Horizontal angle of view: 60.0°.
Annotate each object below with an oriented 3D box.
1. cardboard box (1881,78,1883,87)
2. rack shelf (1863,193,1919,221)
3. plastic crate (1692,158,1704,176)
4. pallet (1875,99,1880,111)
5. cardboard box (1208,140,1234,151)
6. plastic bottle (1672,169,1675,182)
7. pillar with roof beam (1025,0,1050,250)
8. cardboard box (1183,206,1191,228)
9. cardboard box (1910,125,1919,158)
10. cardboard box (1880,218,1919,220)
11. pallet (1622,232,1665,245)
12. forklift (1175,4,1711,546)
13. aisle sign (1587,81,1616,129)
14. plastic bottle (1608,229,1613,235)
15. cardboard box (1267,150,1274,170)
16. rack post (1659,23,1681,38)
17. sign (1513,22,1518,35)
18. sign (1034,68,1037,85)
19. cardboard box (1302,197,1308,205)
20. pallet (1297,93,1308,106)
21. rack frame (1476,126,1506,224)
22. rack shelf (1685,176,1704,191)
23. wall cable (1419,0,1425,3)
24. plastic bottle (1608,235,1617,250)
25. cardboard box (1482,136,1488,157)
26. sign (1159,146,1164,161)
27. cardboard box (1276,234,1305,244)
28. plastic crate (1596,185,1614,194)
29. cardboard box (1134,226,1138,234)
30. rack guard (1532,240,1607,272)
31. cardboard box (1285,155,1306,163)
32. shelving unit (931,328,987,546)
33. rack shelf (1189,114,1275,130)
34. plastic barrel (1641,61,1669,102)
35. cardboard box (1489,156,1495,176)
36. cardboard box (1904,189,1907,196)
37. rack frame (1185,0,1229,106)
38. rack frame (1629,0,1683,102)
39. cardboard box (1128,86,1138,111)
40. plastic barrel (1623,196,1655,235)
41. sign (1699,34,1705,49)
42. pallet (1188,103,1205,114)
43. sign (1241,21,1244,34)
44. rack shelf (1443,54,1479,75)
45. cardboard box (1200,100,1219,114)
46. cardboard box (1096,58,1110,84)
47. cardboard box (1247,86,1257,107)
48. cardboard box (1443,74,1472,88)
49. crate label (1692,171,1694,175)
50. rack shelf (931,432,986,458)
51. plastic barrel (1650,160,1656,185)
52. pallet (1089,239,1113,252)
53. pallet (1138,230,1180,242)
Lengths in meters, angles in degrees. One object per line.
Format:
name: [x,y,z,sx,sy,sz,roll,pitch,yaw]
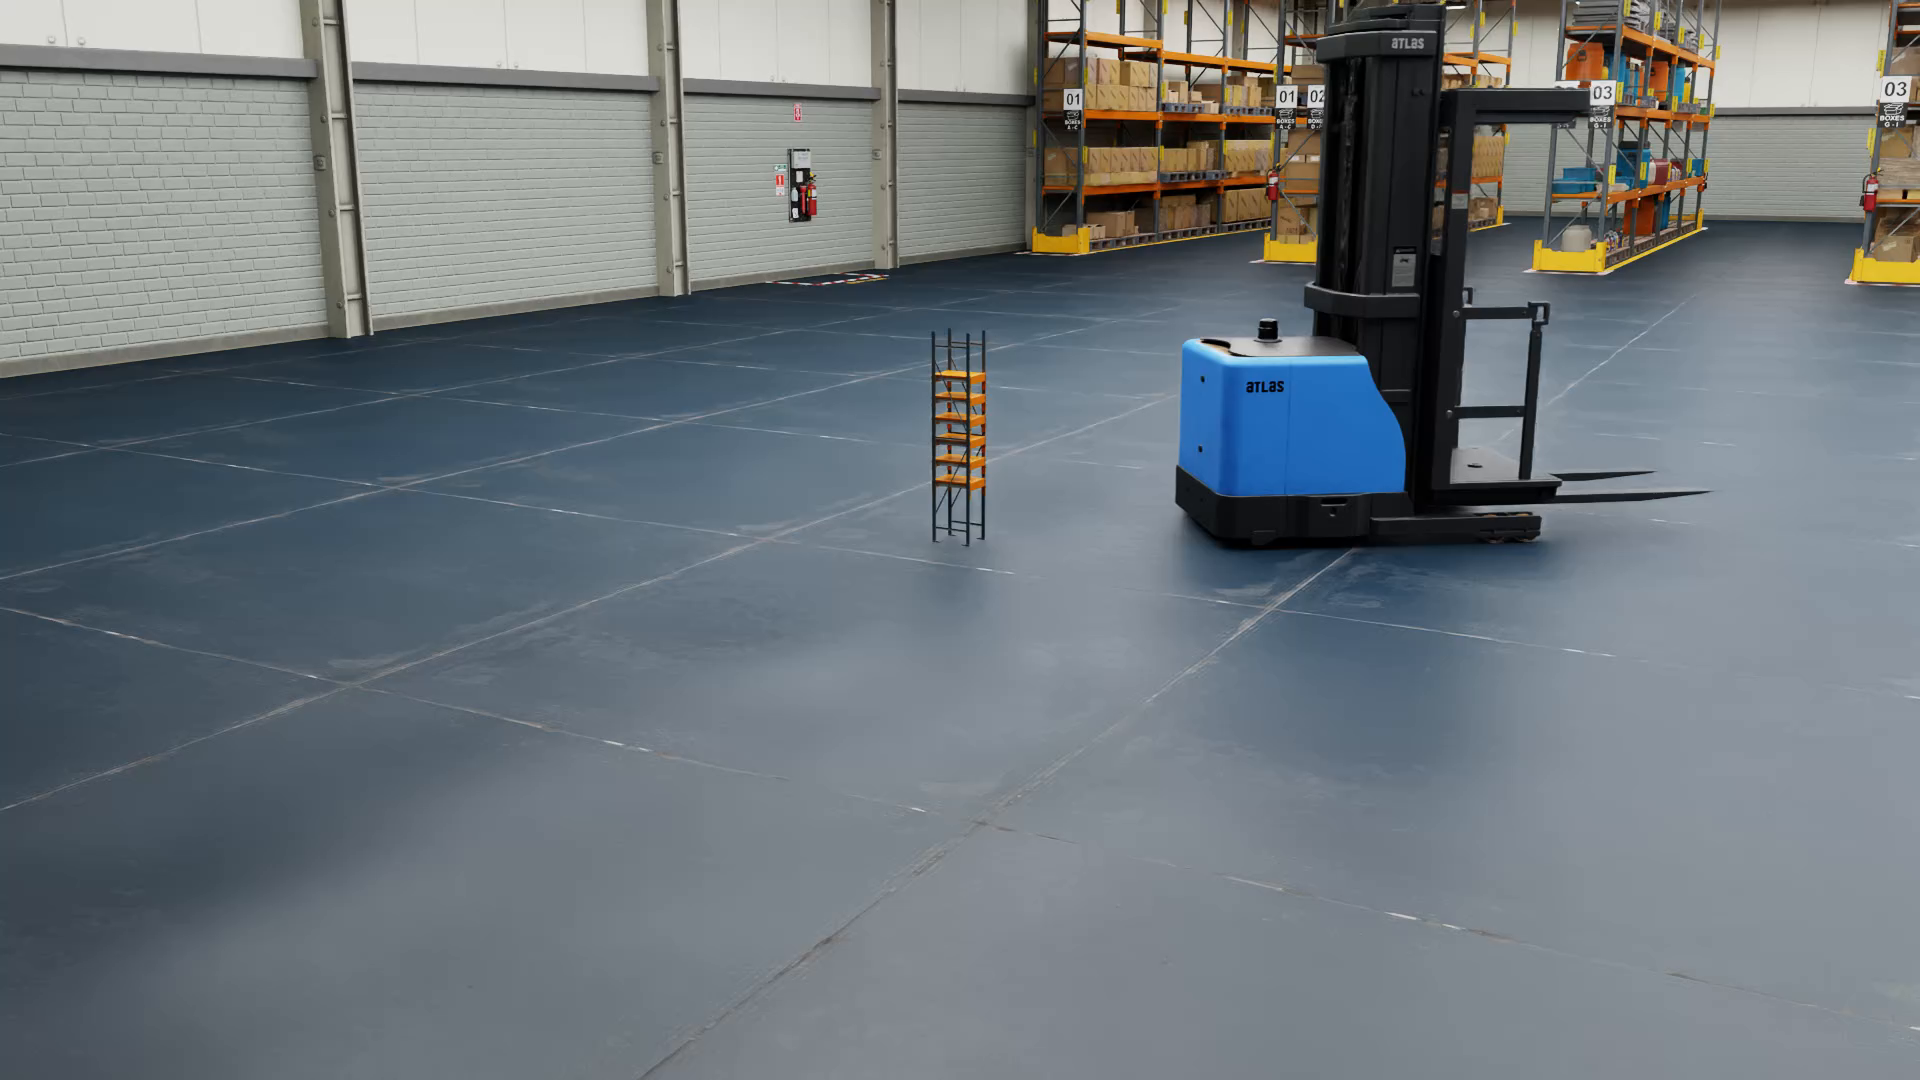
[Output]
cardboard box: [15.240,-7.448,27.098,0.380,0.149,0.250,7,15,28]
rack shelf: [15.980,-5.675,28.206,1.077,0.370,4.000,7,15,28]
plastic crate: [18.414,-9.414,41.980,0.616,0.435,0.499,7,15,28]
pallet: [19.146,-8.760,33.471,1.213,0.211,1.003,8,16,31]
cardboard box: [6.332,-9.576,40.364,0.500,0.250,0.500,8,16,29]
plastic bottle: [16.086,-8.253,37.632,0.152,0.276,0.135,7,15,28]
pillar with roof beam: [5.355,-9.968,31.679,9.100,9.000,0.400,7,15,28]
cardboard box: [5.004,-7.586,38.996,0.700,0.500,0.500,7,15,28]
cardboard box: [15.518,-6.375,26.596,0.500,0.500,0.500,7,15,28]
cardboard box: [18.318,-5.999,32.412,0.700,0.500,0.500,6,15,23]
pallet: [14.890,-6.627,36.573,1.003,0.211,1.213,7,15,28]
forklift: [2.873,-1.526,9.611,3.031,2.935,1.130,-2,14,-7]
aisle sign: [10.899,-7.391,28.244,0.394,0.787,0.004,7,15,28]
plastic bottle: [12.426,-5.773,31.795,0.144,0.351,0.185,7,15,28]
cardboard box: [7.804,-9.839,43.055,0.500,0.500,0.500,7,15,27]
rack post: [14.859,-10.849,35.497,0.954,0.300,0.937,7,15,28]
sign: [14.554,-13.400,43.585,0.100,0.325,0.005,7,15,28]
sign: [1.529,-9.253,33.226,0.100,0.325,0.005,7,15,28]
cardboard box: [9.247,-9.312,46.195,0.700,0.500,0.500,7,15,28]
pallet: [6.708,-8.295,31.327,1.003,0.211,1.213,7,15,28]
rack frame: [14.078,-10.020,44.695,1.000,3.000,0.127,7,15,28]
rack shelf: [17.446,-8.698,40.746,1.077,0.370,4.000,7,15,28]
wall cable: [15.155,-15.256,49.462,3.097,2.526,0.112,7,15,28]
plastic bottle: [12.221,-5.582,31.161,0.152,0.276,0.135,8,16,29]
cardboard box: [13.117,-10.010,42.307,0.500,0.500,0.500,7,15,26]
sign: [4.418,-8.479,36.457,0.100,0.325,0.005,7,15,28]
cardboard box: [6.344,-5.748,31.947,0.500,0.250,0.500,7,15,28]
plastic crate: [11.392,-6.194,29.389,0.298,0.136,0.250,7,15,28]
cardboard box: [3.707,-6.842,36.619,0.380,0.166,0.250,5,15,21]
rack guard: [10.673,-4.981,29.127,1.175,0.500,0.348,7,15,28]
cardboard box: [6.361,-7.201,31.406,0.380,0.149,0.250,7,15,27]
shelving unit: [-0.007,-0.580,9.381,0.258,1.200,0.189,7,15,28]
rack shelf: [6.839,-10.458,41.646,1.077,0.370,4.000,7,15,28]
plastic barrel: [14.822,-9.804,35.586,0.600,0.830,0.708,7,15,28]
cardboard box: [13.606,-9.737,43.309,0.500,0.500,0.500,8,15,28]
cardboard box: [16.175,-5.886,28.086,0.380,0.149,0.250,7,15,28]
rack frame: [5.873,-11.855,39.508,1.000,3.000,0.127,7,15,28]
rack frame: [14.545,-10.733,34.852,1.000,3.000,0.127,7,15,28]
cardboard box: [3.421,-9.283,34.982,0.500,0.500,0.500,7,15,26]
plastic barrel: [14.767,-7.068,36.185,0.600,0.830,0.708,7,15,28]
sign: [16.959,-11.389,38.021,0.100,0.325,0.005,7,15,28]
pallet: [4.829,-9.813,37.837,1.213,0.211,1.003,7,15,28]
sign: [7.332,-13.275,43.066,0.100,0.325,0.005,7,15,28]
rack shelf: [11.178,-11.161,39.017,1.077,0.370,4.000,7,15,28]
cardboard box: [5.761,-10.185,39.128,0.500,0.311,0.500,7,15,28]
cardboard box: [2.691,-9.449,33.537,0.500,0.500,0.500,7,15,27]
cardboard box: [7.072,-11.191,41.999,0.700,0.500,0.500,7,15,27]
cardboard box: [12.346,-11.296,41.242,0.700,0.500,0.500,7,15,28]
crate label: [17.911,-9.053,41.120,0.396,0.136,0.243,7,15,28]
rack shelf: [-0.007,-0.537,9.391,0.258,0.103,0.180,7,15,28]
plastic barrel: [14.235,-7.636,34.567,0.421,0.512,0.421,0,14,0]
pallet: [2.466,-6.120,34.470,1.003,0.211,1.213,7,15,28]
pallet: [4.314,-6.923,37.797,1.003,0.211,1.213,7,15,28]
